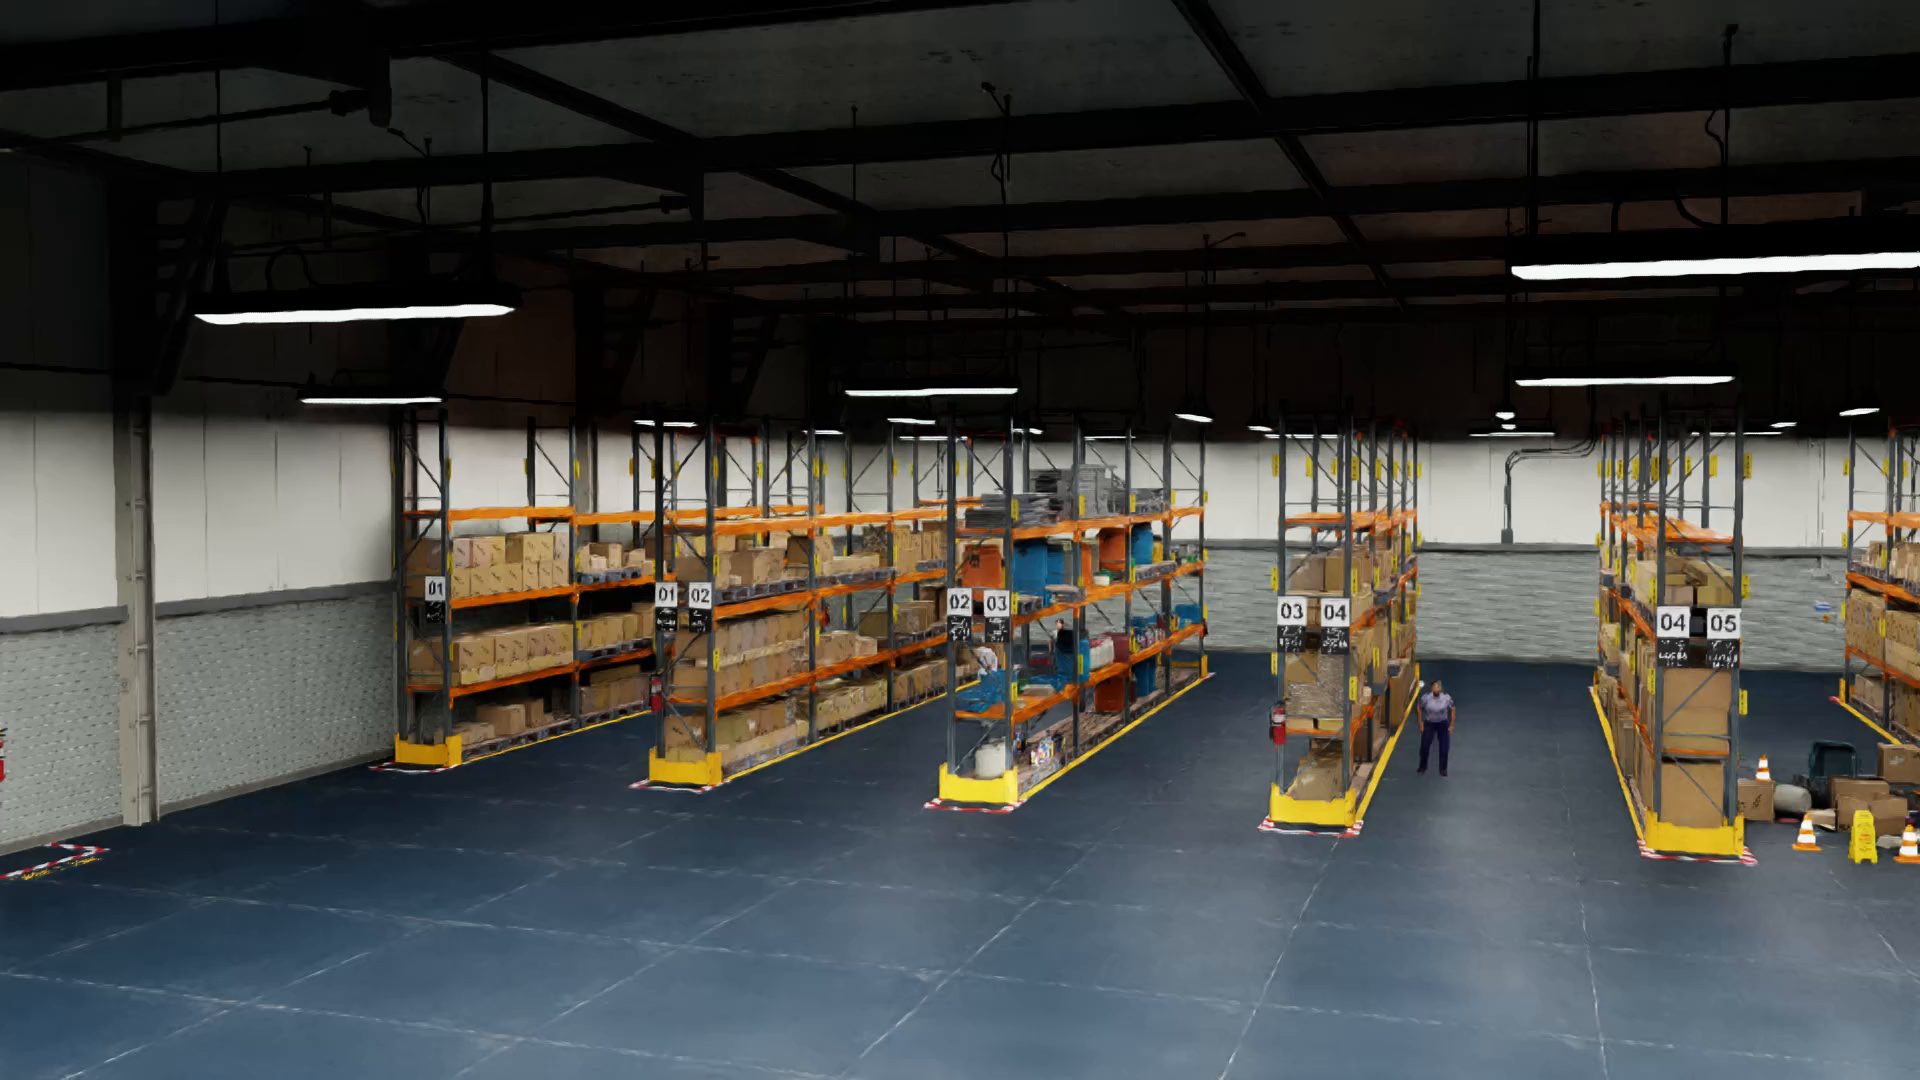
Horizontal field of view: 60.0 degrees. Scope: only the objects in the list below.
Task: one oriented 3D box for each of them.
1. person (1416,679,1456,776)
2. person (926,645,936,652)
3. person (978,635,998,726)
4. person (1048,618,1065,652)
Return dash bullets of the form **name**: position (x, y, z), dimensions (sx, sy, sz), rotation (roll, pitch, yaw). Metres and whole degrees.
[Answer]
- **person**: position (7.757, 3.048, 27.122), dimensions (0.625, 1.596, 0.510), rotation (1, 3, 15)
- **person**: position (-0.687, 2.317, 42.633), dimensions (0.363, 1.683, 0.601), rotation (0, 2, 11)
- **person**: position (0.585, 2.706, 32.434), dimensions (0.457, 1.776, 0.618), rotation (0, 2, -11)
- **person**: position (2.288, 2.579, 37.810), dimensions (0.580, 1.618, 0.507), rotation (1, 3, 16)
